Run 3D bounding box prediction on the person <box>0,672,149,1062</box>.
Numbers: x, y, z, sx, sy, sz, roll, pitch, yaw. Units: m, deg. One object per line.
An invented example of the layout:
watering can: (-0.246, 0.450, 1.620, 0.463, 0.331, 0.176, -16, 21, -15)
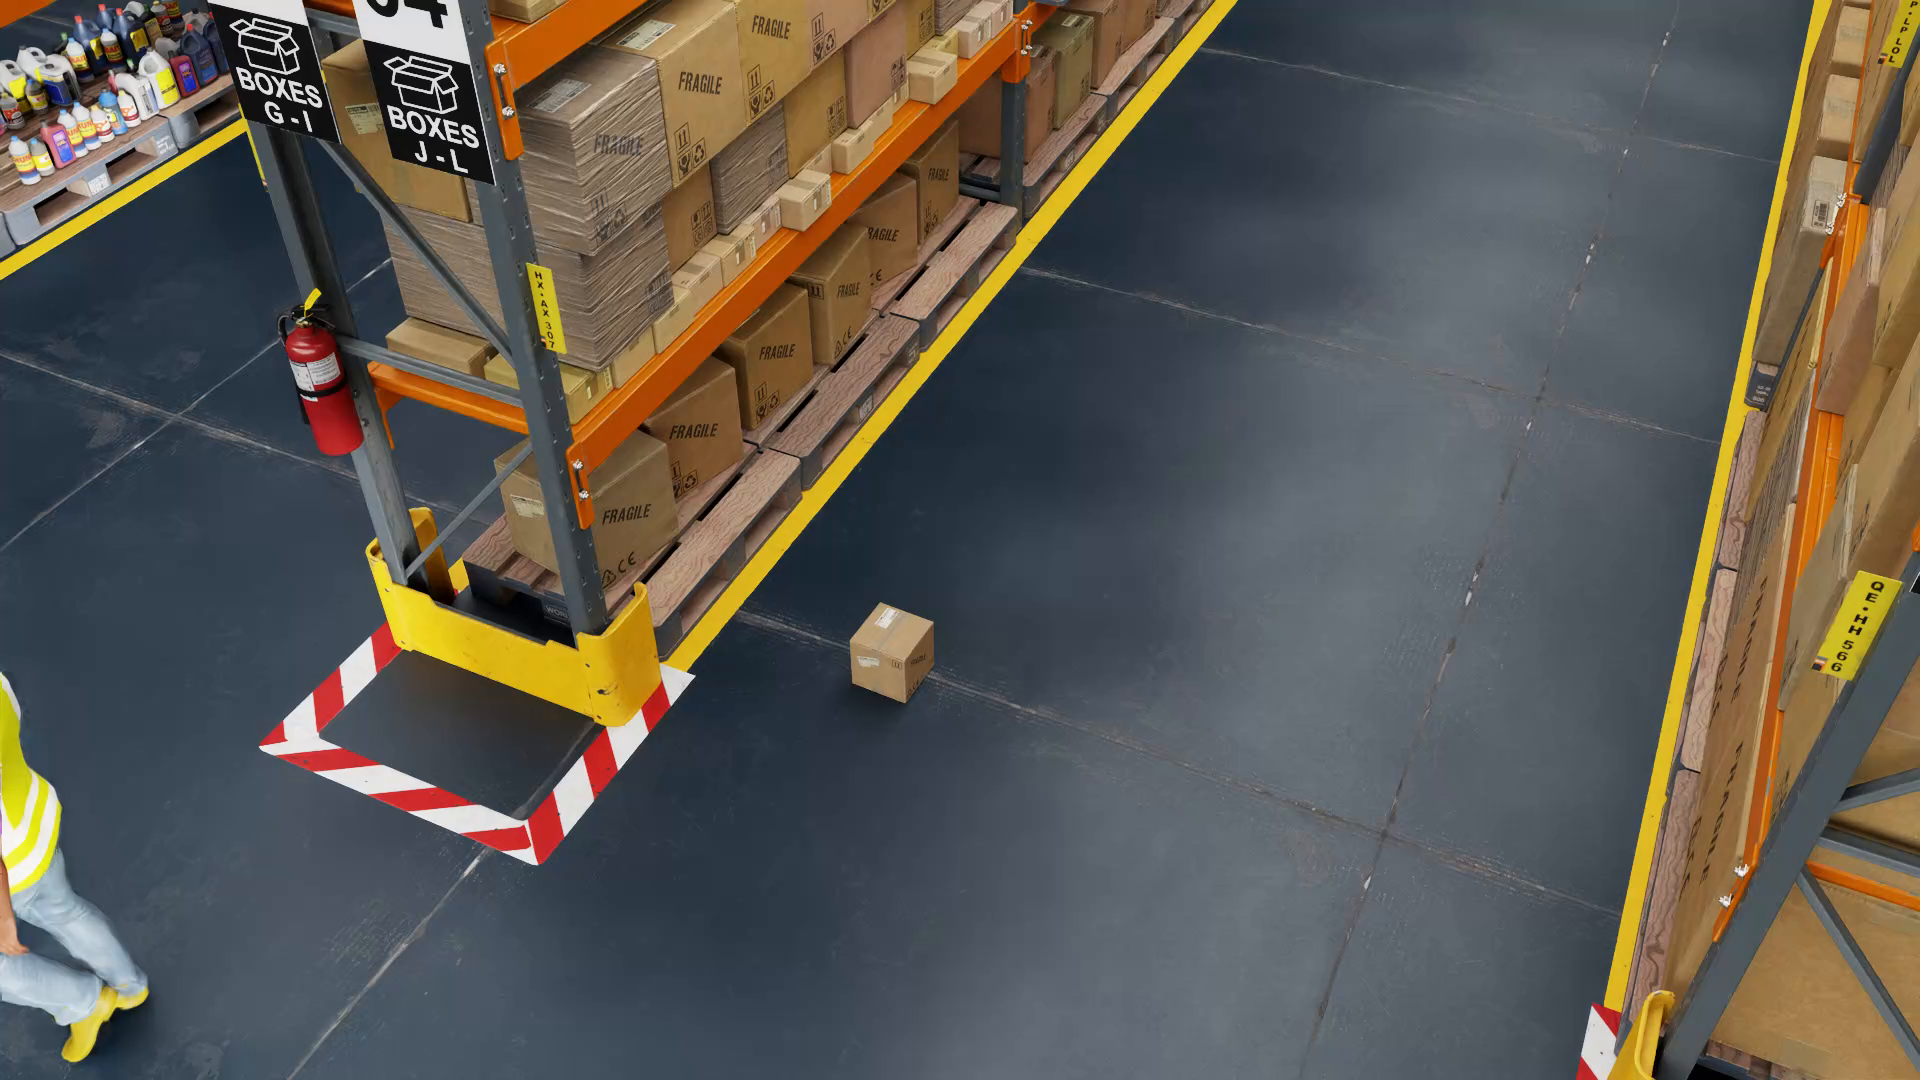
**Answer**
person: (-2.954, 0.953, 5.051, 0.463, 1.793, 0.607, -7, 42, -8)
